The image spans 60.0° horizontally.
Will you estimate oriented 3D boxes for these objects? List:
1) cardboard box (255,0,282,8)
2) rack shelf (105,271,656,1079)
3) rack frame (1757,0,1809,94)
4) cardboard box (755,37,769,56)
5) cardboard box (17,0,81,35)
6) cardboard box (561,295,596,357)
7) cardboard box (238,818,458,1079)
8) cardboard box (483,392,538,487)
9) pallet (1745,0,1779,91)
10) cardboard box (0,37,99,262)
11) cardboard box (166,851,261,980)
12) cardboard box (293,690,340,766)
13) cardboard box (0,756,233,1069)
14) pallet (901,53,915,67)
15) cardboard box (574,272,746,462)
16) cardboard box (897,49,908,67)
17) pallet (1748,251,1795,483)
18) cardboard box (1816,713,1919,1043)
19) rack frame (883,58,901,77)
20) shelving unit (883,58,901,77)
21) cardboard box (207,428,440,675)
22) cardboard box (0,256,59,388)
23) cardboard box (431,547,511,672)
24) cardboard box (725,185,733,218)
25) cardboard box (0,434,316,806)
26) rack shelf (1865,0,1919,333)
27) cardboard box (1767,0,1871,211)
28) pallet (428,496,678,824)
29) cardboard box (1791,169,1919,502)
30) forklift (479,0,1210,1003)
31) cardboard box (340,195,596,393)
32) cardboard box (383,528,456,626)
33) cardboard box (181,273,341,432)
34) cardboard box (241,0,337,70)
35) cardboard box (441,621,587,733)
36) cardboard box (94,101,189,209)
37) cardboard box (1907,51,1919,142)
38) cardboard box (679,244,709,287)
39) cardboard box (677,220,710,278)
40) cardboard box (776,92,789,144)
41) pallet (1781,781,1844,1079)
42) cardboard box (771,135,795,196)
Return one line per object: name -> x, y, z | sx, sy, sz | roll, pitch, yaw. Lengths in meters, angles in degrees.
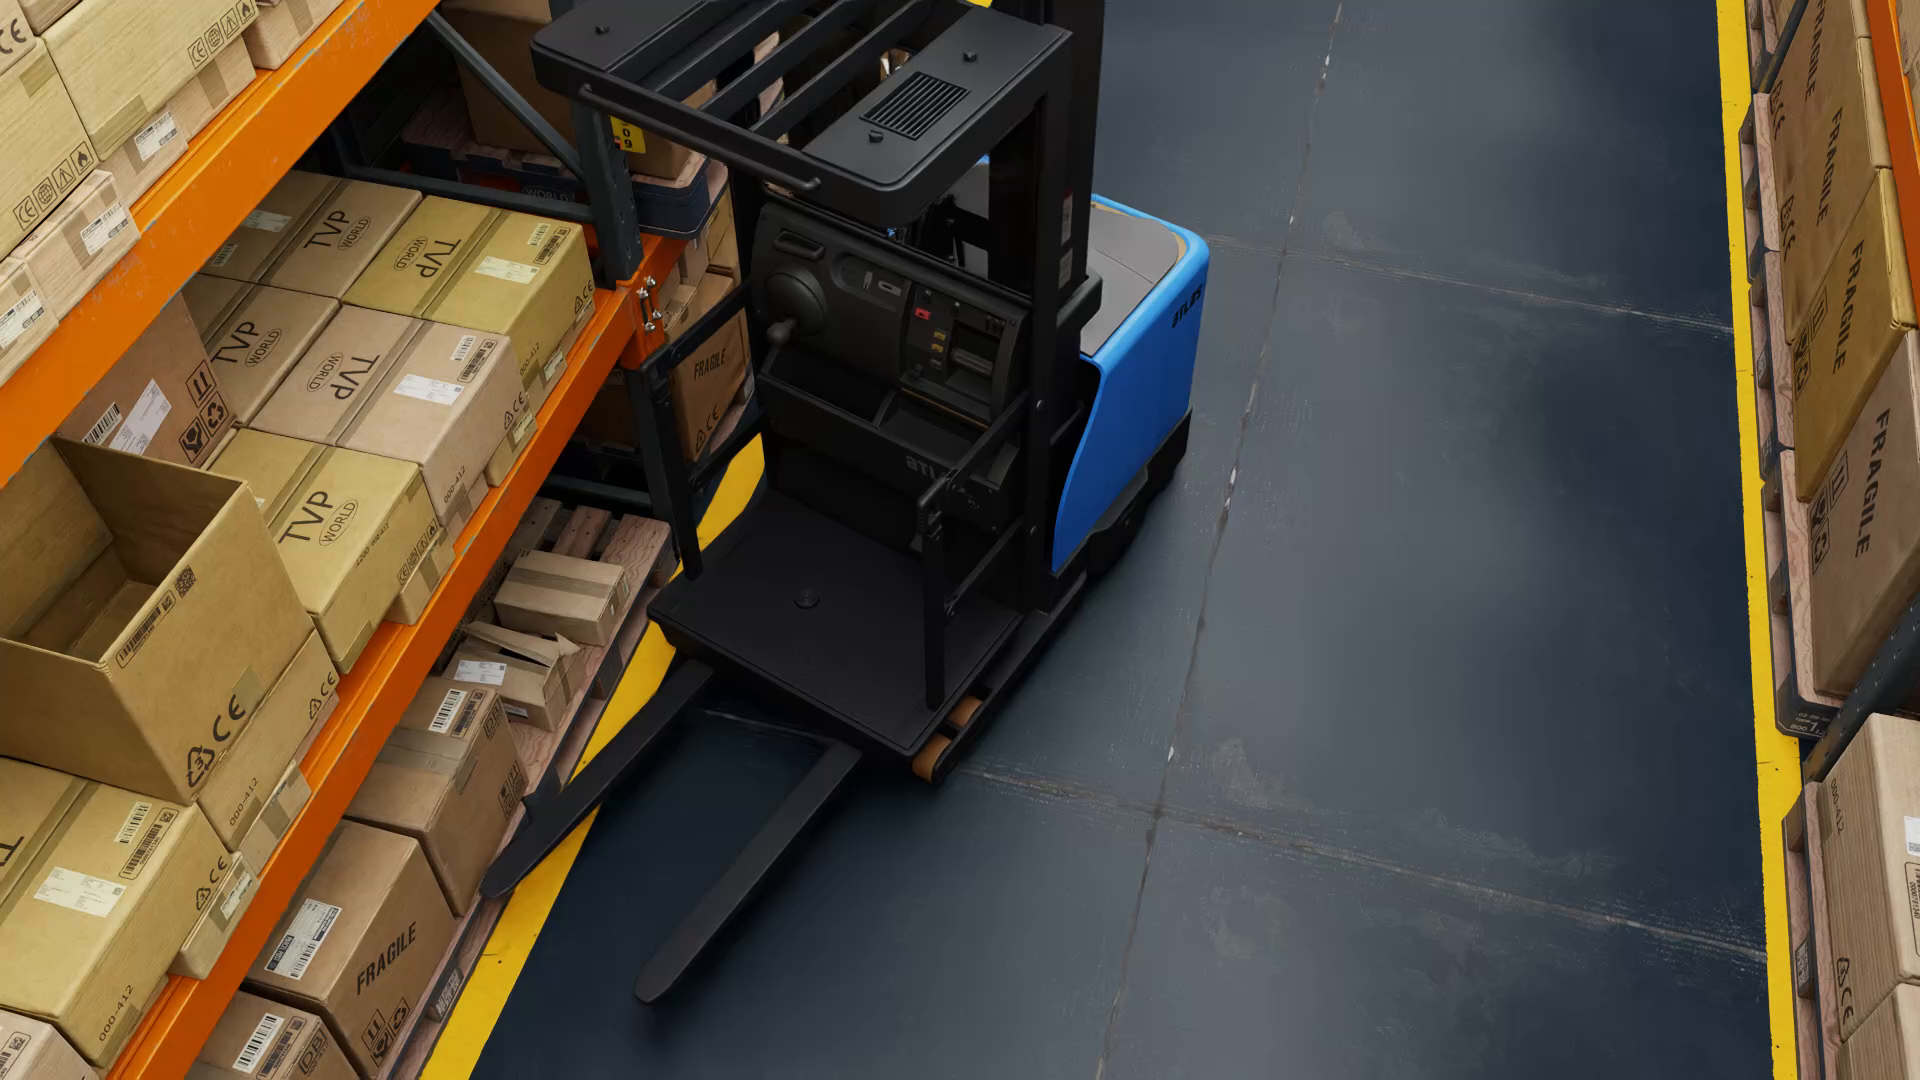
cardboard box -> -1.511, -1.336, 3.329 | 0.500, 0.250, 0.500 | 10, 49, 9
rack shelf -> -2.025, 0.614, 4.188 | 1.077, 0.370, 4.000 | 12, 50, 10
rack frame -> 4.344, -2.987, 6.886 | 1.000, 3.000, 0.127 | 12, 50, 10
cardboard box -> -1.019, -1.923, 5.600 | 0.700, 0.500, 0.500 | 12, 50, 10
cardboard box -> -1.666, -1.132, 2.816 | 0.500, 0.250, 0.500 | 12, 50, 11
cardboard box -> -1.339, -0.707, 5.041 | 0.380, 0.149, 0.250 | 12, 50, 11
cardboard box -> -1.801, 1.113, 4.654 | 0.500, 0.500, 0.500 | 12, 50, 11
cardboard box -> -1.431, -0.322, 4.701 | 0.380, 0.149, 0.250 | 13, 50, 11
pallet -> 4.551, -2.630, 8.430 | 1.003, 0.211, 1.213 | 12, 50, 10
cardboard box -> -1.796, -0.604, 2.684 | 0.500, 0.250, 0.500 | 11, 49, 9
cardboard box -> -1.813, 0.800, 3.711 | 0.380, 0.149, 0.250 | 10, 49, 9
cardboard box -> -1.762, 0.405, 4.059 | 0.380, 0.149, 0.250 | 11, 50, 10
cardboard box -> -1.909, 0.766, 3.475 | 0.500, 0.250, 0.500 | 11, 49, 9
pallet -> -0.679, -2.509, 8.324 | 1.003, 0.211, 1.213 | 12, 50, 10
cardboard box -> -1.154, -0.688, 6.244 | 0.500, 0.500, 0.500 | 14, 50, 12
cardboard box -> -0.491, -2.568, 7.903 | 0.500, 0.500, 0.500 | 11, 49, 9
pallet -> 3.741, -0.630, 6.665 | 1.003, 0.211, 1.213 | 12, 50, 10
cardboard box -> 3.022, 1.048, 4.754 | 0.875, 0.438, 0.875 | 11, 49, 9
rack frame -> -0.088, -1.744, 7.120 | 0.240, 0.015, 1.200 | -10, 49, -9
shelving unit -> -0.088, -1.583, 7.303 | 0.258, 0.503, 1.200 | -10, 49, -9
cardboard box -> -1.659, 0.020, 4.133 | 0.500, 0.250, 0.500 | 11, 50, 10
cardboard box -> -1.746, -0.362, 2.735 | 0.380, 0.149, 0.250 | 12, 50, 10
cardboard box -> -1.900, 0.111, 5.665 | 0.500, 0.311, 0.500 | 13, 50, 11
cardboard box -> -1.034, -1.409, 6.447 | 0.380, 0.149, 0.250 | 11, 49, 9
cardboard box -> -1.777, 0.165, 3.505 | 0.500, 0.500, 0.500 | 13, 50, 11
rack shelf -> 3.818, -1.303, 5.879 | 1.077, 0.370, 4.000 | 12, 50, 10
cardboard box -> 4.082, -1.940, 7.099 | 0.875, 0.875, 0.875 | 11, 50, 10
pallet -> -1.680, 0.348, 5.802 | 1.003, 0.211, 1.213 | 12, 50, 10
cardboard box -> 3.607, -0.649, 5.959 | 0.875, 0.875, 0.875 | 13, 50, 11
forklift -> -0.347, -0.577, 4.804 | 1.130, 2.935, 3.031 | 26, 54, 21
cardboard box -> -1.397, -0.703, 4.772 | 0.500, 0.250, 0.500 | 13, 50, 11
cardboard box -> -1.567, 0.053, 4.370 | 0.380, 0.149, 0.250 | 11, 49, 9
cardboard box -> -2.015, -0.451, 4.549 | 0.500, 0.250, 0.500 | 11, 50, 10
cardboard box -> -1.524, -1.116, 3.401 | 0.380, 0.149, 0.250 | 11, 50, 10
cardboard box -> -1.456, 0.414, 5.427 | 0.396, 0.266, 0.258 | 13, 50, 11
cardboard box -> -1.683, -0.745, 3.074 | 0.380, 0.149, 0.250 | 12, 50, 10
cardboard box -> 3.584, -1.523, 5.693 | 0.500, 0.250, 0.500 | 12, 50, 10
cardboard box -> -1.149, -1.020, 6.104 | 0.380, 0.149, 0.250 | 10, 49, 9
cardboard box -> -1.125, -1.100, 5.977 | 0.380, 0.149, 0.250 | 9, 49, 8
cardboard box -> -0.864, -1.761, 6.758 | 0.380, 0.149, 0.250 | 13, 50, 11
pallet -> 3.016, 1.363, 4.906 | 1.003, 0.211, 1.213 | 12, 50, 10
cardboard box -> -0.888, -1.436, 6.903 | 0.500, 0.500, 0.500 | 10, 49, 9
